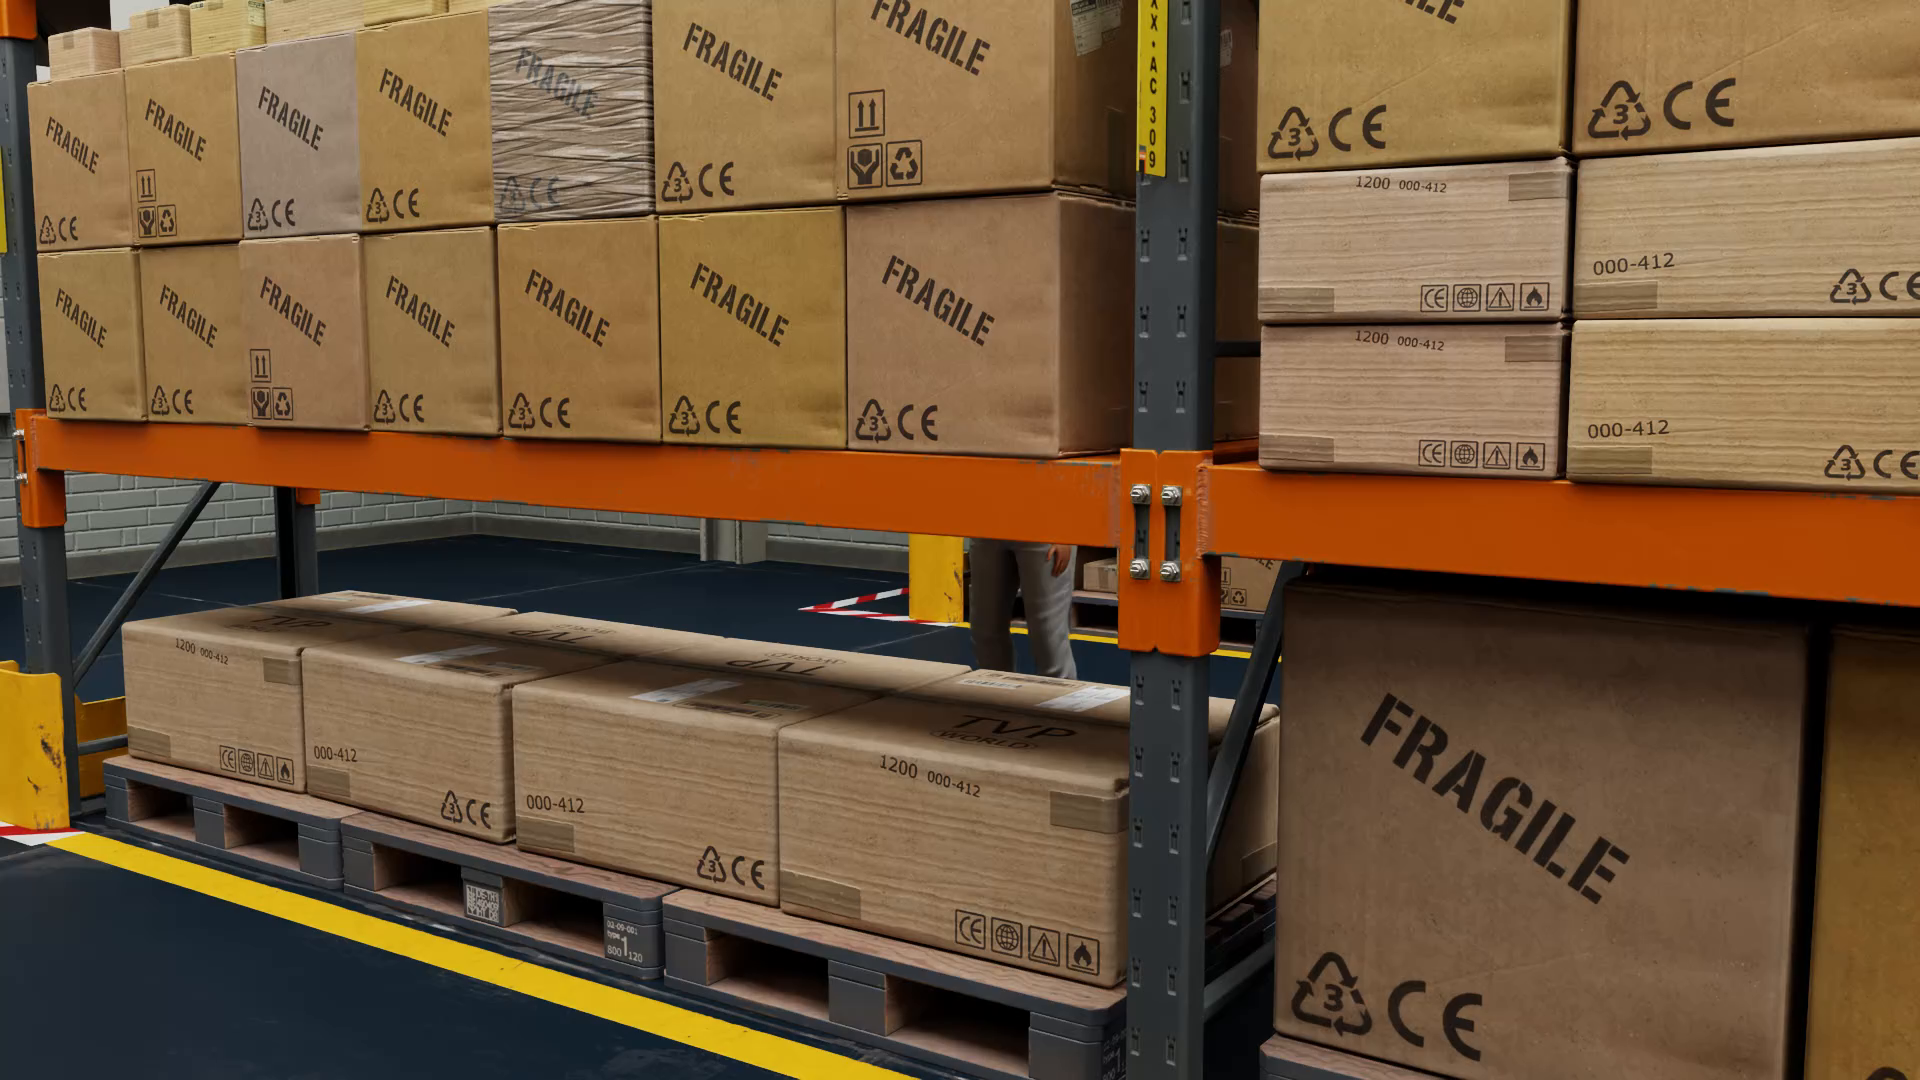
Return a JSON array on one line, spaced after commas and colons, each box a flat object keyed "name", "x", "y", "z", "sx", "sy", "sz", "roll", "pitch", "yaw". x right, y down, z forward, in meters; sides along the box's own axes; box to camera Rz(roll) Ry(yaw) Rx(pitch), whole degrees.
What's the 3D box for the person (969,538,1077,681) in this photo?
[{"name": "person", "x": 0.237, "y": -0.013, "z": 6.149, "sx": 0.469, "sy": 1.662, "sz": 0.391, "roll": 4, "pitch": 8, "yaw": 35}]
